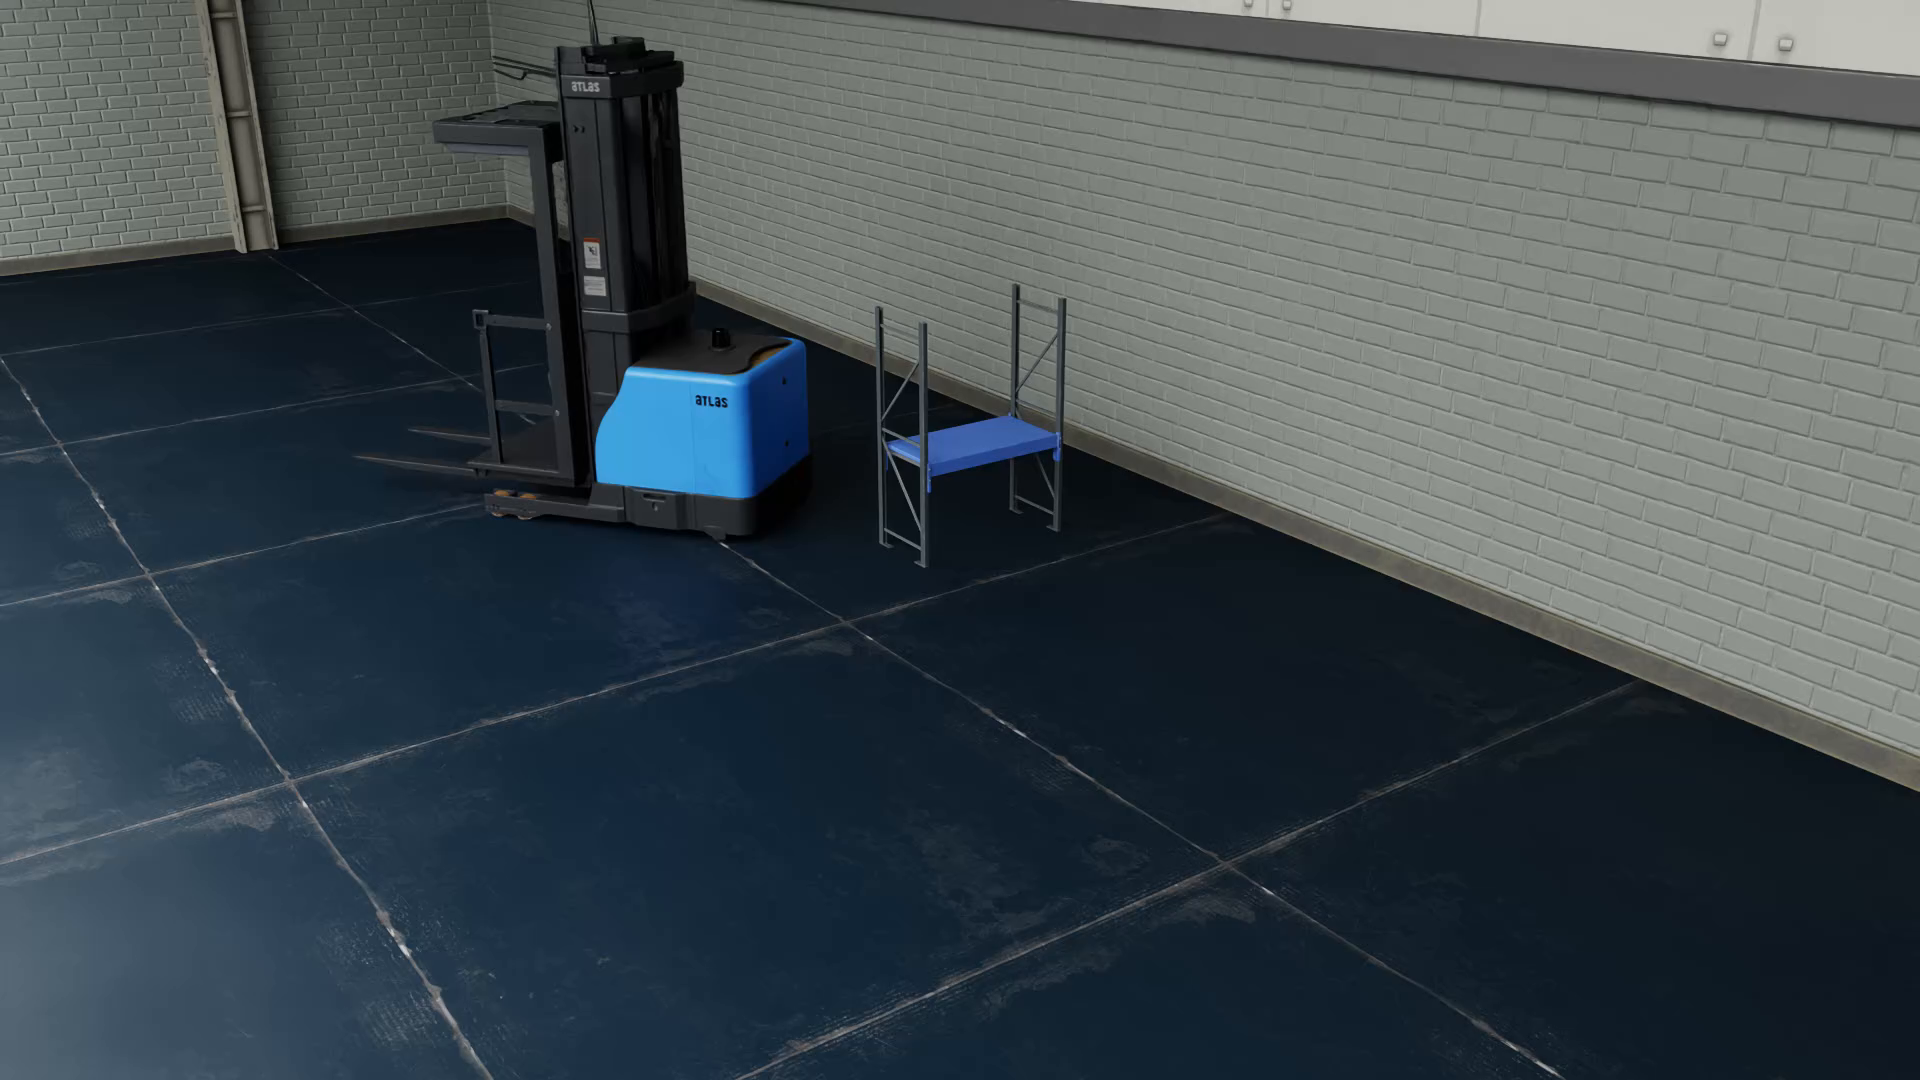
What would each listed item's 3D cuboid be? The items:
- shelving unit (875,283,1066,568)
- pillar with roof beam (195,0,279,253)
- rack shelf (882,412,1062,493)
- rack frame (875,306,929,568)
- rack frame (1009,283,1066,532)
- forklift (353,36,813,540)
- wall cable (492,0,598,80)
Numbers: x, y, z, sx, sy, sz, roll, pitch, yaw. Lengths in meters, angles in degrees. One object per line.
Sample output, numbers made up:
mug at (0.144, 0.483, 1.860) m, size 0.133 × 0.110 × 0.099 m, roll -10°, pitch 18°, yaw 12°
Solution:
shelving unit at (0.069, -0.715, 10.165) m, size 1.048 × 1.500 × 0.538 m, roll -15°, pitch 26°, yaw -33°
pillar with roof beam at (-5.319, -6.131, 13.620) m, size 0.400 × 9.000 × 9.100 m, roll -15°, pitch 26°, yaw -33°
rack shelf at (0.069, -0.548, 10.231) m, size 1.000 × 0.185 × 0.538 m, roll -15°, pitch 26°, yaw -33°
rack frame at (-0.343, -0.605, 9.889) m, size 0.032 × 1.500 × 0.500 m, roll -15°, pitch 26°, yaw -33°
rack frame at (0.482, -0.825, 10.440) m, size 0.032 × 1.500 × 0.500 m, roll -15°, pitch 26°, yaw -33°
forklift at (-2.557, -1.667, 10.619) m, size 3.031 × 2.935 × 1.130 m, roll 7°, pitch 23°, yaw 17°
wall cable at (-4.670, -6.224, 18.042) m, size 0.112 × 2.526 × 3.097 m, roll -15°, pitch 26°, yaw -33°
